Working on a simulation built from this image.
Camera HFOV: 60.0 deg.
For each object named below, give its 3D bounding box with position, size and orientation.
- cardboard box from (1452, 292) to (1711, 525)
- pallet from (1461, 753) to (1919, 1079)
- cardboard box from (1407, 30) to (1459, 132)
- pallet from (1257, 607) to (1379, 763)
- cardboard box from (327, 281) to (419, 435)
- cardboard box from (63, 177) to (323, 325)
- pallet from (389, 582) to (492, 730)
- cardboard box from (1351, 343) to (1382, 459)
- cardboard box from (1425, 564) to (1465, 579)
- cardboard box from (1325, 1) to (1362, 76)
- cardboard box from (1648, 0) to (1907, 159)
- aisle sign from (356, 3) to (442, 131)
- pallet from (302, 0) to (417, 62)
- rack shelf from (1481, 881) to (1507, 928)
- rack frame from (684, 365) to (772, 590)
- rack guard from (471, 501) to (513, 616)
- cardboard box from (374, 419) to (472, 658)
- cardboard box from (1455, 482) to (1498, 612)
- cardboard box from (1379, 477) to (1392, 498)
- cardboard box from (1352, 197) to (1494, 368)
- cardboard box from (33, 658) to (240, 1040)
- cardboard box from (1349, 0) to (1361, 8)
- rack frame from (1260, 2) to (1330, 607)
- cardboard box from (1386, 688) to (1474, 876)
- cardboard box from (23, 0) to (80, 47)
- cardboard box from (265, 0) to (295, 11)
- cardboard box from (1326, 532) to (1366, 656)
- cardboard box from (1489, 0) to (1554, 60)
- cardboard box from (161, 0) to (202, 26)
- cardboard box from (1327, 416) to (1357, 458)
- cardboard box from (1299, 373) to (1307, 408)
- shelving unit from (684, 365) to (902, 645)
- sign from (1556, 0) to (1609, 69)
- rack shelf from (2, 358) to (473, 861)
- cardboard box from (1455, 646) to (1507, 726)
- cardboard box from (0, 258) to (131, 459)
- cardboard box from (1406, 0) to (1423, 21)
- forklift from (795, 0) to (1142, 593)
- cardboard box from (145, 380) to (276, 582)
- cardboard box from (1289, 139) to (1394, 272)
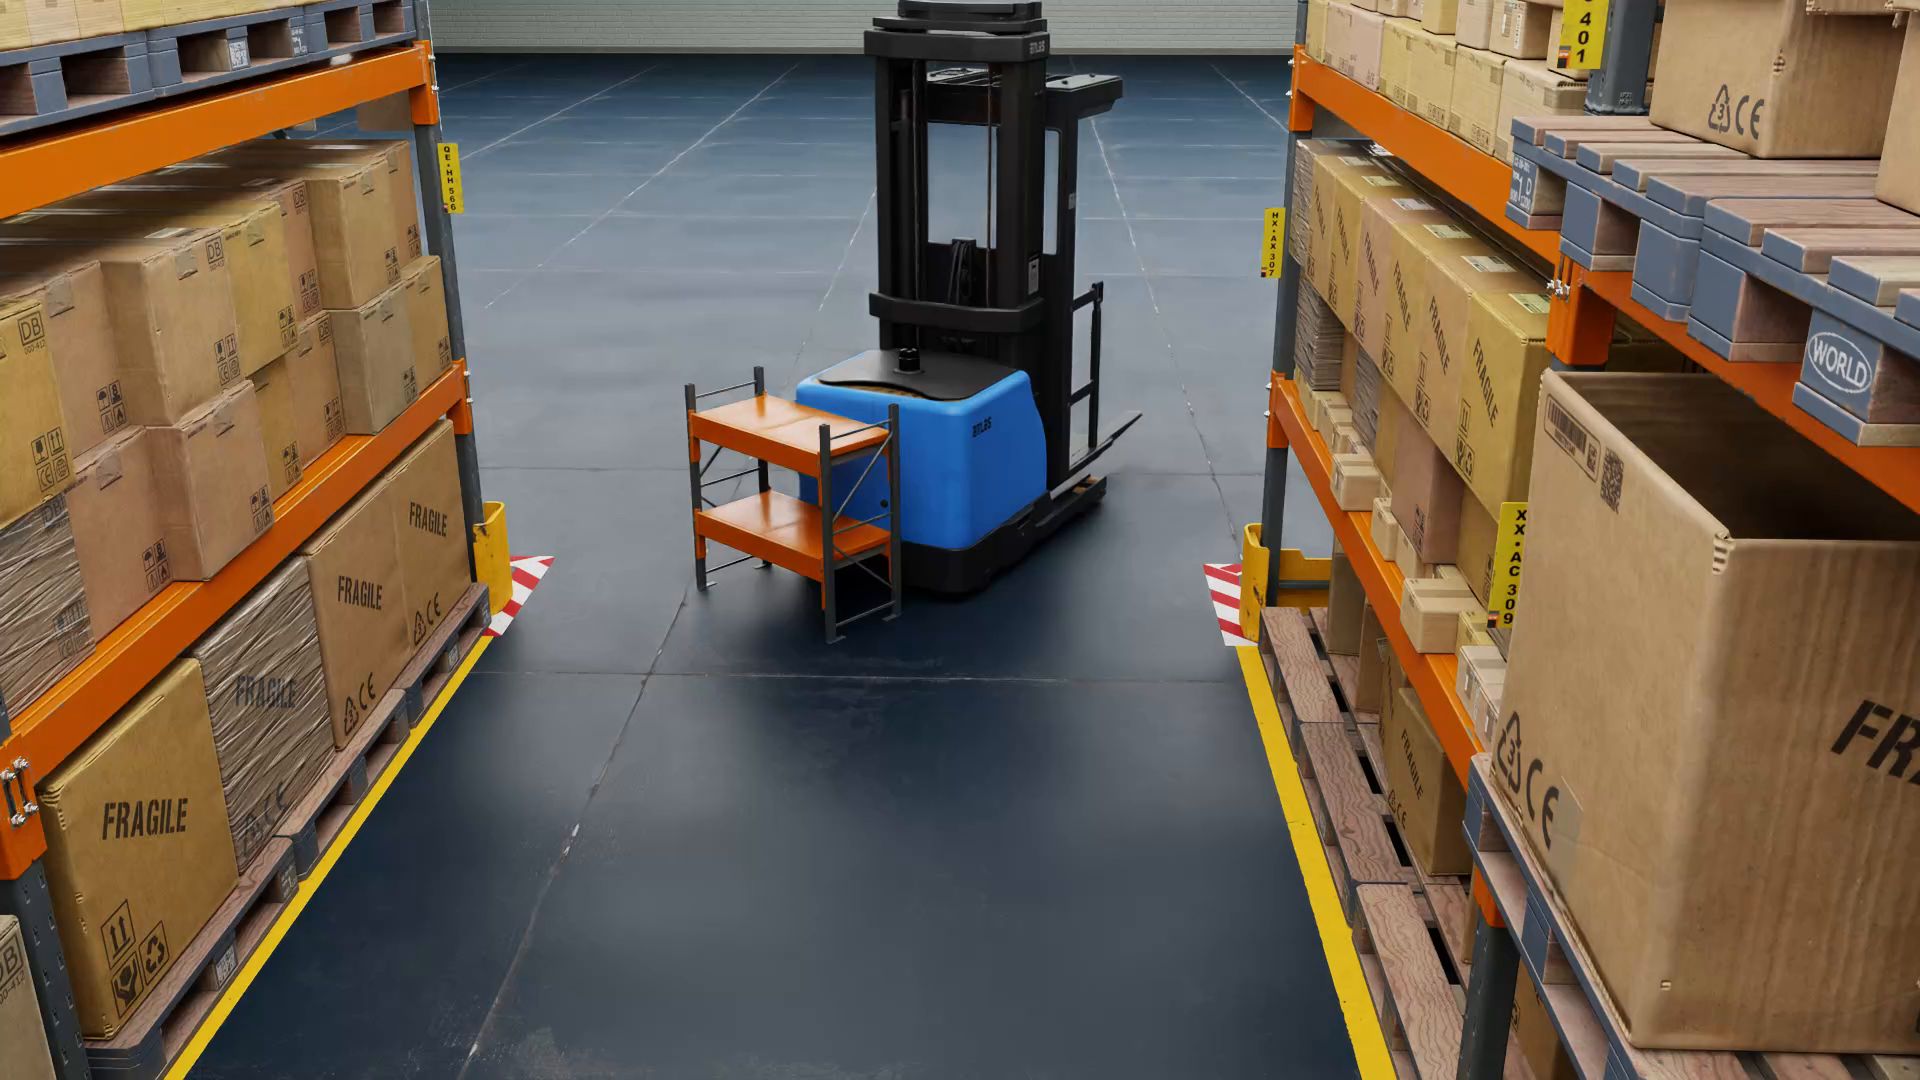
[{"bbox_3d":[1.623,-0.347,4.345,0.500,0.500,0.500,1,21,2],"label":"cardboard box"},{"bbox_3d":[1.716,0.834,3.497,1.003,0.211,1.213,1,21,2],"label":"pallet"},{"bbox_3d":[1.674,-1.399,5.048,0.500,0.250,0.500,0,21,1],"label":"cardboard box"},{"bbox_3d":[1.944,0.645,7.575,1.003,0.211,1.213,1,21,2],"label":"pallet"},{"bbox_3d":[-2.909,-0.803,7.245,0.875,0.550,0.550,1,21,2],"label":"cardboard box"},{"bbox_3d":[-3.076,-1.106,6.532,0.875,0.550,0.550,1,21,2],"label":"cardboard box"},{"bbox_3d":[-2.895,0.523,7.890,1.003,0.211,1.213,1,21,2],"label":"pallet"},{"bbox_3d":[2.008,-0.600,6.380,0.875,0.500,0.500,1,21,2],"label":"cardboard box"},{"bbox_3d":[1.718,0.146,5.354,0.380,0.149,0.250,1,21,2],"label":"cardboard box"},{"bbox_3d":[1.724,-1.947,6.460,0.500,0.250,0.500,0,21,0],"label":"cardboard box"},{"bbox_3d":[1.771,-1.003,3.098,0.797,0.503,0.637,0,21,-1],"label":"cardboard box"},{"bbox_3d":[-2.646,-2.301,7.720,0.394,0.787,0.004,1,21,2],"label":"aisle sign"},{"bbox_3d":[-2.961,-2.156,6.914,1.003,0.211,1.213,1,21,2],"label":"pallet"},{"bbox_3d":[1.824,1.529,2.437,1.077,0.370,4.000,1,21,2],"label":"rack shelf"},{"bbox_3d":[-1.220,-0.330,8.825,0.032,1.125,0.500,19,28,40],"label":"rack frame"},{"bbox_3d":[-2.948,0.090,8.607,1.175,0.500,0.348,1,21,2],"label":"rack guard"},{"bbox_3d":[-2.903,-0.026,7.807,0.875,0.875,0.875,1,21,2],"label":"cardboard box"},{"bbox_3d":[2.010,-0.057,4.981,0.875,0.500,0.500,1,21,2],"label":"cardboard box"},{"bbox_3d":[1.742,-0.125,6.052,0.380,0.149,0.250,1,21,2],"label":"cardboard box"},{"bbox_3d":[1.672,-0.889,5.742,0.500,0.500,0.500,1,21,2],"label":"cardboard box"},{"bbox_3d":[-2.981,0.947,5.297,0.875,0.875,0.875,1,21,2],"label":"cardboard box"},{"bbox_3d":[1.698,-2.110,6.330,0.380,0.149,0.250,1,21,4],"label":"cardboard box"},{"bbox_3d":[2.006,-0.976,7.898,1.000,3.000,0.127,1,21,2],"label":"rack frame"},{"bbox_3d":[1.887,0.863,6.033,0.500,0.500,0.500,-1,21,-3],"label":"cardboard box"},{"bbox_3d":[-2.704,-1.456,4.617,0.380,0.149,0.250,1,21,2],"label":"cardboard box"},{"bbox_3d":[-2.659,-2.007,6.038,0.380,0.149,0.250,1,21,2],"label":"cardboard box"},{"bbox_3d":[1.970,0.219,7.692,0.500,0.500,0.500,5,22,12],"label":"cardboard box"},{"bbox_3d":[1.626,-1.352,4.376,0.380,0.149,0.250,0,21,-1],"label":"cardboard box"},{"bbox_3d":[-2.682,-1.733,5.330,0.380,0.149,0.250,1,21,2],"label":"cardboard box"},{"bbox_3d":[1.708,-0.397,6.753,0.380,0.149,0.250,1,21,2],"label":"cardboard box"},{"bbox_3d":[1.732,-0.668,7.452,0.380,0.149,0.250,1,21,2],"label":"cardboard box"},{"bbox_3d":[-0.851,-0.204,8.500,1.048,1.125,0.538,19,28,40],"label":"shelving unit"},{"bbox_3d":[1.342,-1.172,3.542,0.100,0.325,0.005,1,21,2],"label":"sign"},{"bbox_3d":[-3.009,-0.009,6.399,1.077,0.370,4.000,1,21,2],"label":"rack shelf"},{"bbox_3d":[1.614,0.416,4.657,0.380,0.149,0.250,1,21,2],"label":"cardboard box"},{"bbox_3d":[-3.124,-0.527,5.041,0.875,0.550,0.550,1,21,2],"label":"cardboard box"},{"bbox_3d":[1.732,-1.833,5.615,0.380,0.149,0.250,0,21,1],"label":"cardboard box"},{"bbox_3d":[0.236,-1.584,9.561,1.130,2.935,3.031,10,23,25],"label":"forklift"},{"bbox_3d":[-2.943,-0.217,5.735,0.875,0.550,0.550,1,21,2],"label":"cardboard box"},{"bbox_3d":[1.717,-1.432,7.140,0.500,0.500,0.500,1,21,2],"label":"cardboard box"}]
